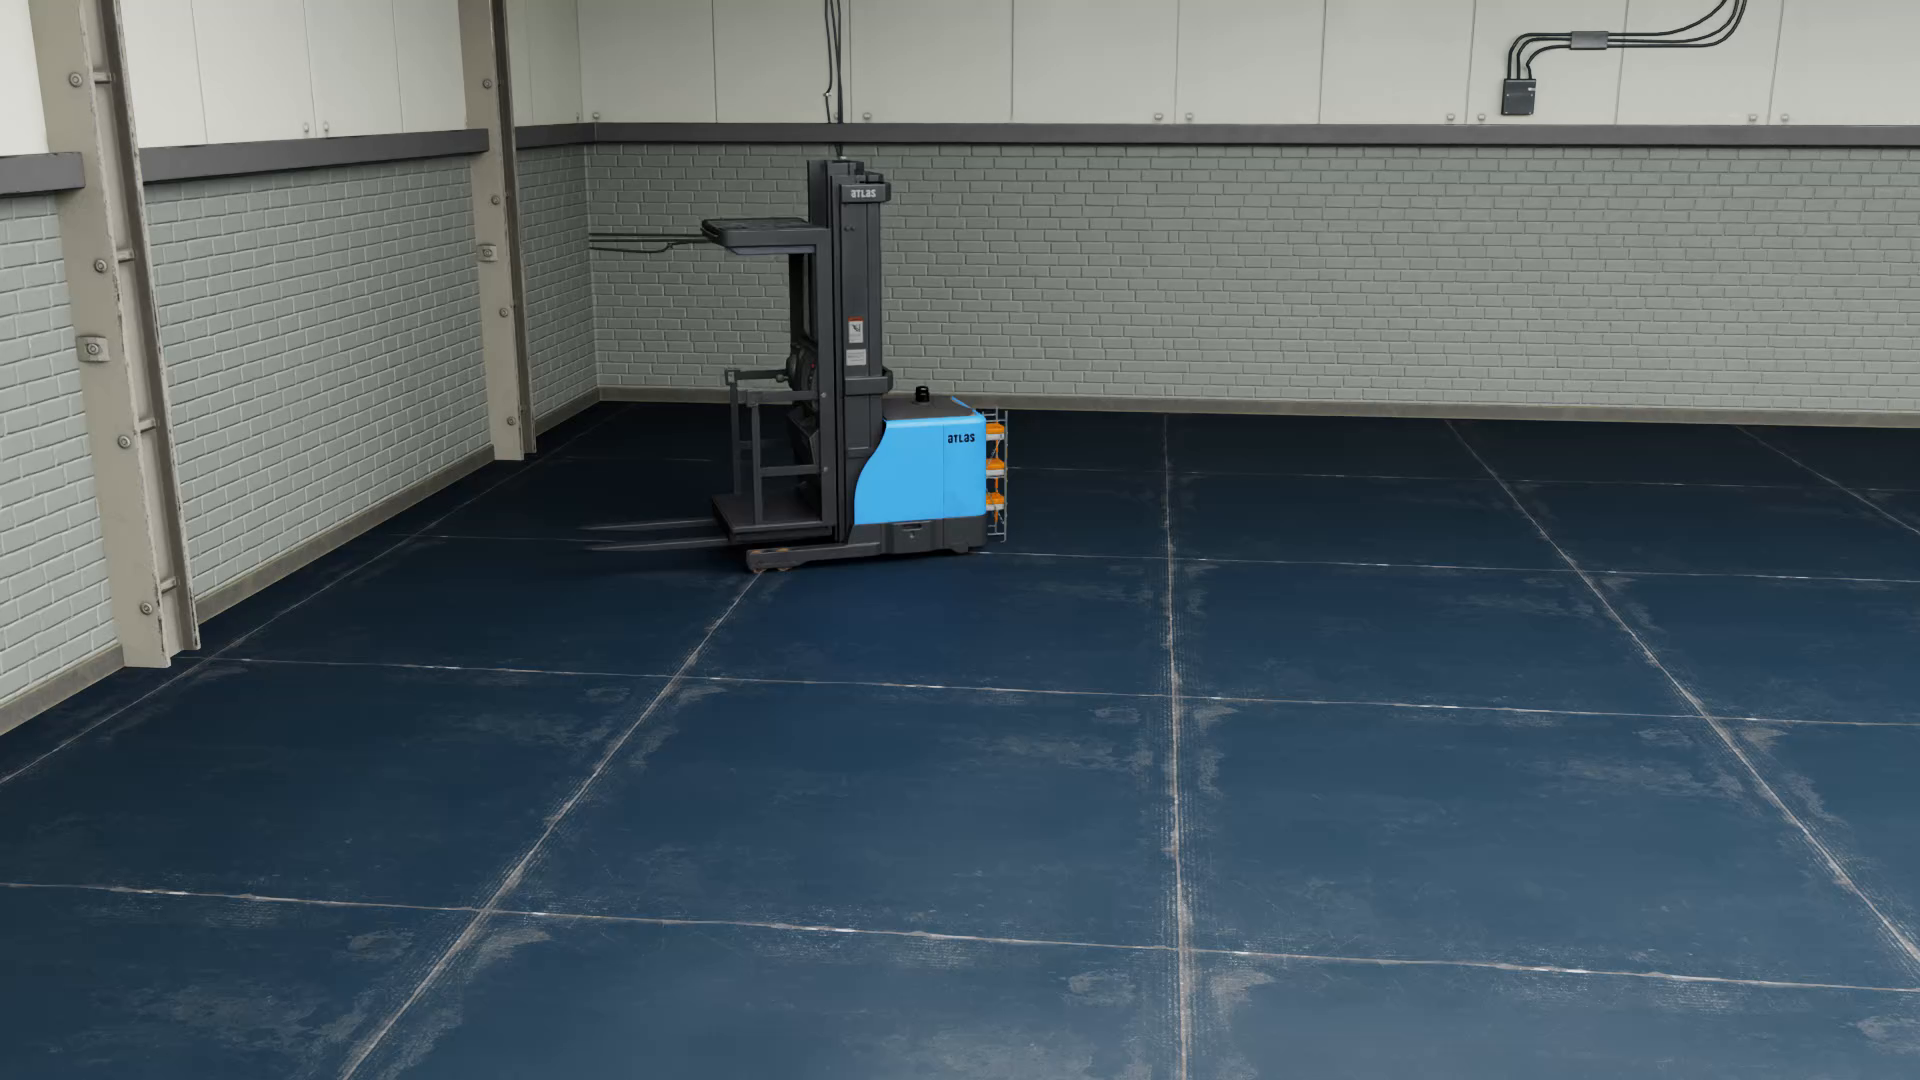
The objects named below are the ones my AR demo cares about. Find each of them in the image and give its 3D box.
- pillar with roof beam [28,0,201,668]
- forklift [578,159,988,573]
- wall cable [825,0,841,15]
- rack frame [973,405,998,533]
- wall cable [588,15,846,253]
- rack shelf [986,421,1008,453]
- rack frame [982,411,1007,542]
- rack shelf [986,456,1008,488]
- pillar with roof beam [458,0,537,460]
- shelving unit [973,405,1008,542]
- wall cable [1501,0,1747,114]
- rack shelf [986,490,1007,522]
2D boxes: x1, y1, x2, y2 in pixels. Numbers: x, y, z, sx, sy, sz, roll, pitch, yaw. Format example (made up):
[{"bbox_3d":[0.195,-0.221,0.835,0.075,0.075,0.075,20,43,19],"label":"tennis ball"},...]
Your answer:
[{"bbox_3d":[-0.745,-3.485,8.811,9.100,9.000,0.400,2,15,6],"label":"pillar with roof beam"},{"bbox_3d":[-1.363,-1.325,12.446,3.031,2.935,1.130,-4,16,-16],"label":"forklift"},{"bbox_3d":[-0.011,-6.752,17.168,3.097,2.526,0.112,2,15,6],"label":"wall cable"},{"bbox_3d":[0.200,-0.546,13.170,0.200,1.050,0.008,-4,16,-16],"label":"rack frame"},{"bbox_3d":[-2.699,-4.394,18.122,3.097,2.526,0.112,2,15,6],"label":"wall cable"},{"bbox_3d":[0.234,-0.779,12.986,0.215,0.259,0.240,-4,16,-16],"label":"rack shelf"},{"bbox_3d":[0.268,-0.485,12.944,0.200,1.050,0.008,-4,16,-16],"label":"rack frame"},{"bbox_3d":[0.234,-0.505,13.060,0.215,0.259,0.240,-4,16,-16],"label":"rack shelf"},{"bbox_3d":[-0.068,-5.041,14.566,9.100,9.000,0.400,2,15,6],"label":"pillar with roof beam"},{"bbox_3d":[0.234,-0.516,13.057,0.215,1.050,0.252,-4,16,-16],"label":"shelving unit"},{"bbox_3d":[6.732,-7.251,16.223,2.305,6.003,0.169,2,15,6],"label":"wall cable"},{"bbox_3d":[0.233,-0.237,13.132,0.215,0.259,0.240,-4,16,-16],"label":"rack shelf"}]
